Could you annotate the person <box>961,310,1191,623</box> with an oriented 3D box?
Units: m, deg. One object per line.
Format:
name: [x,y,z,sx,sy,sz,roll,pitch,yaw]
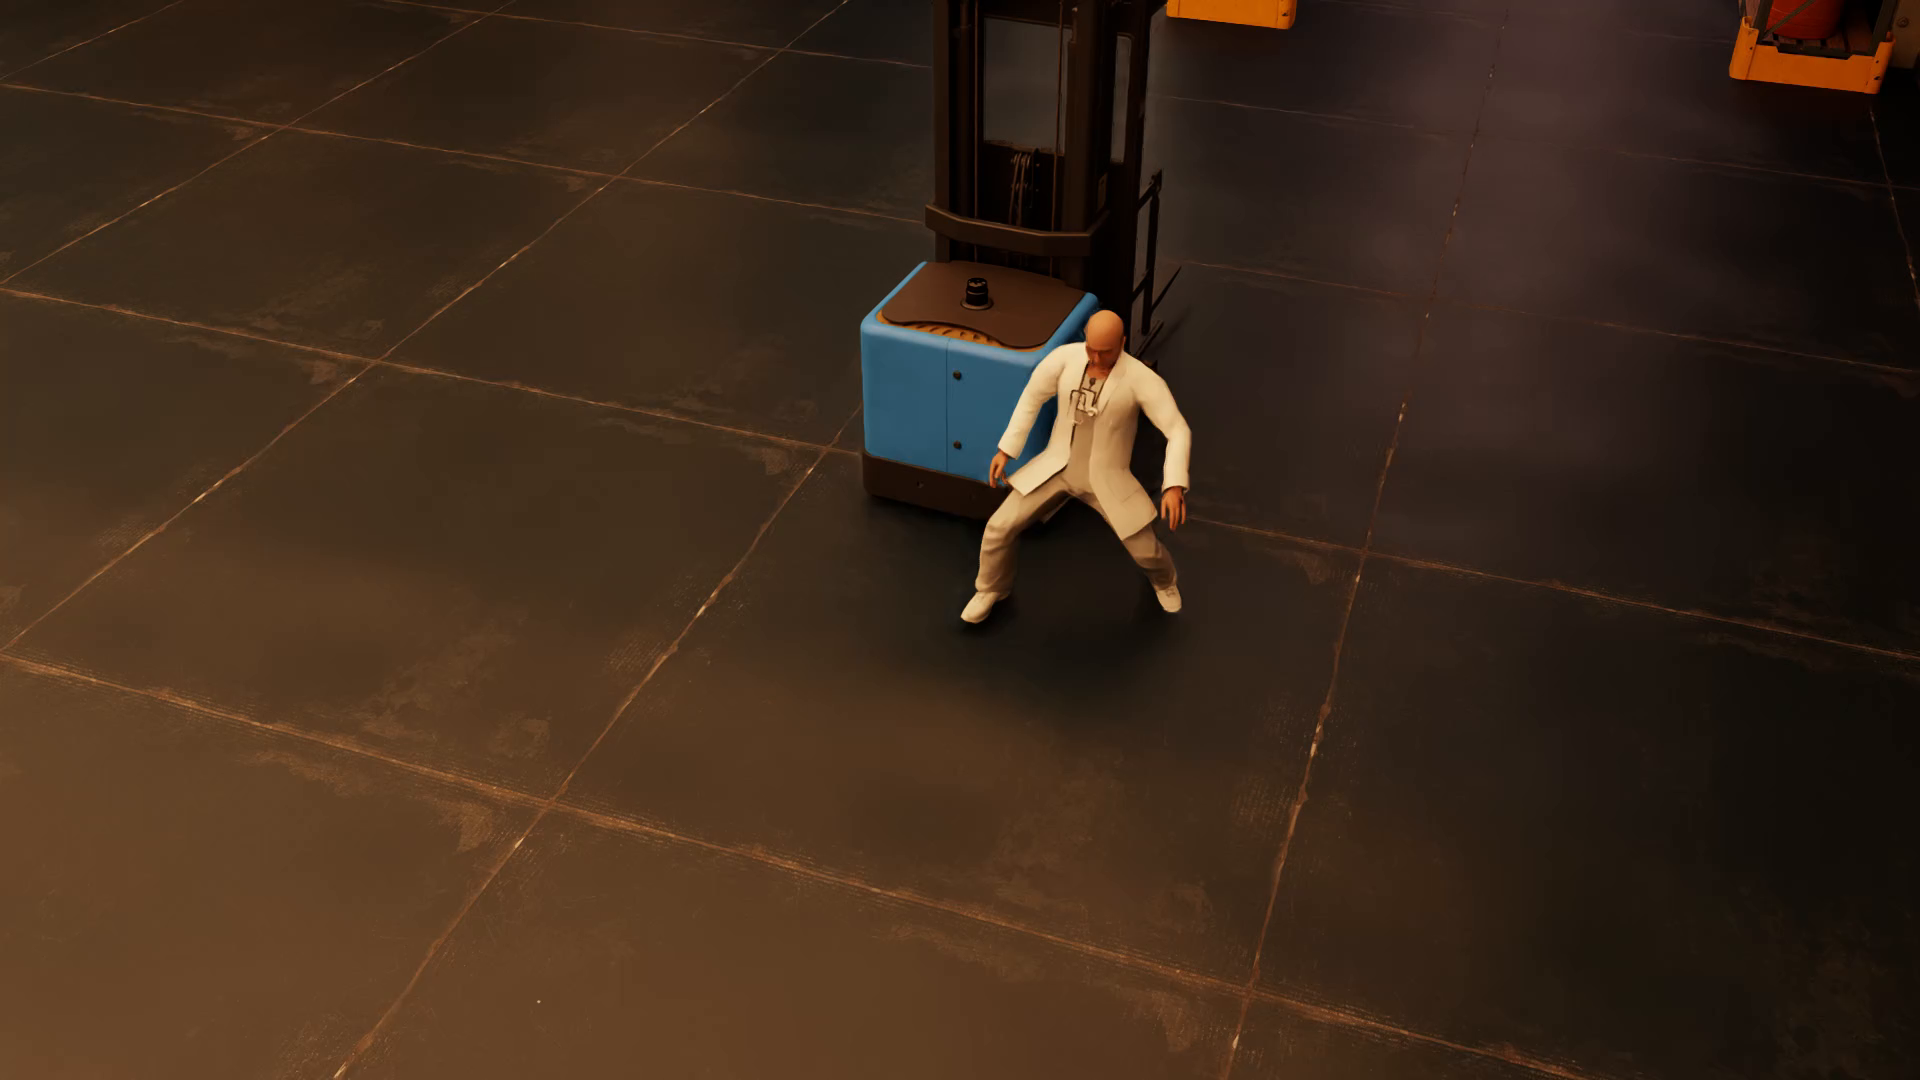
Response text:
person: [0.633,-0.294,7.720,1.016,1.645,0.891,16,38,21]

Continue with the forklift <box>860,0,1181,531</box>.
forklift: [0.527,-2.086,9.053,1.130,2.935,3.031,14,38,19]
